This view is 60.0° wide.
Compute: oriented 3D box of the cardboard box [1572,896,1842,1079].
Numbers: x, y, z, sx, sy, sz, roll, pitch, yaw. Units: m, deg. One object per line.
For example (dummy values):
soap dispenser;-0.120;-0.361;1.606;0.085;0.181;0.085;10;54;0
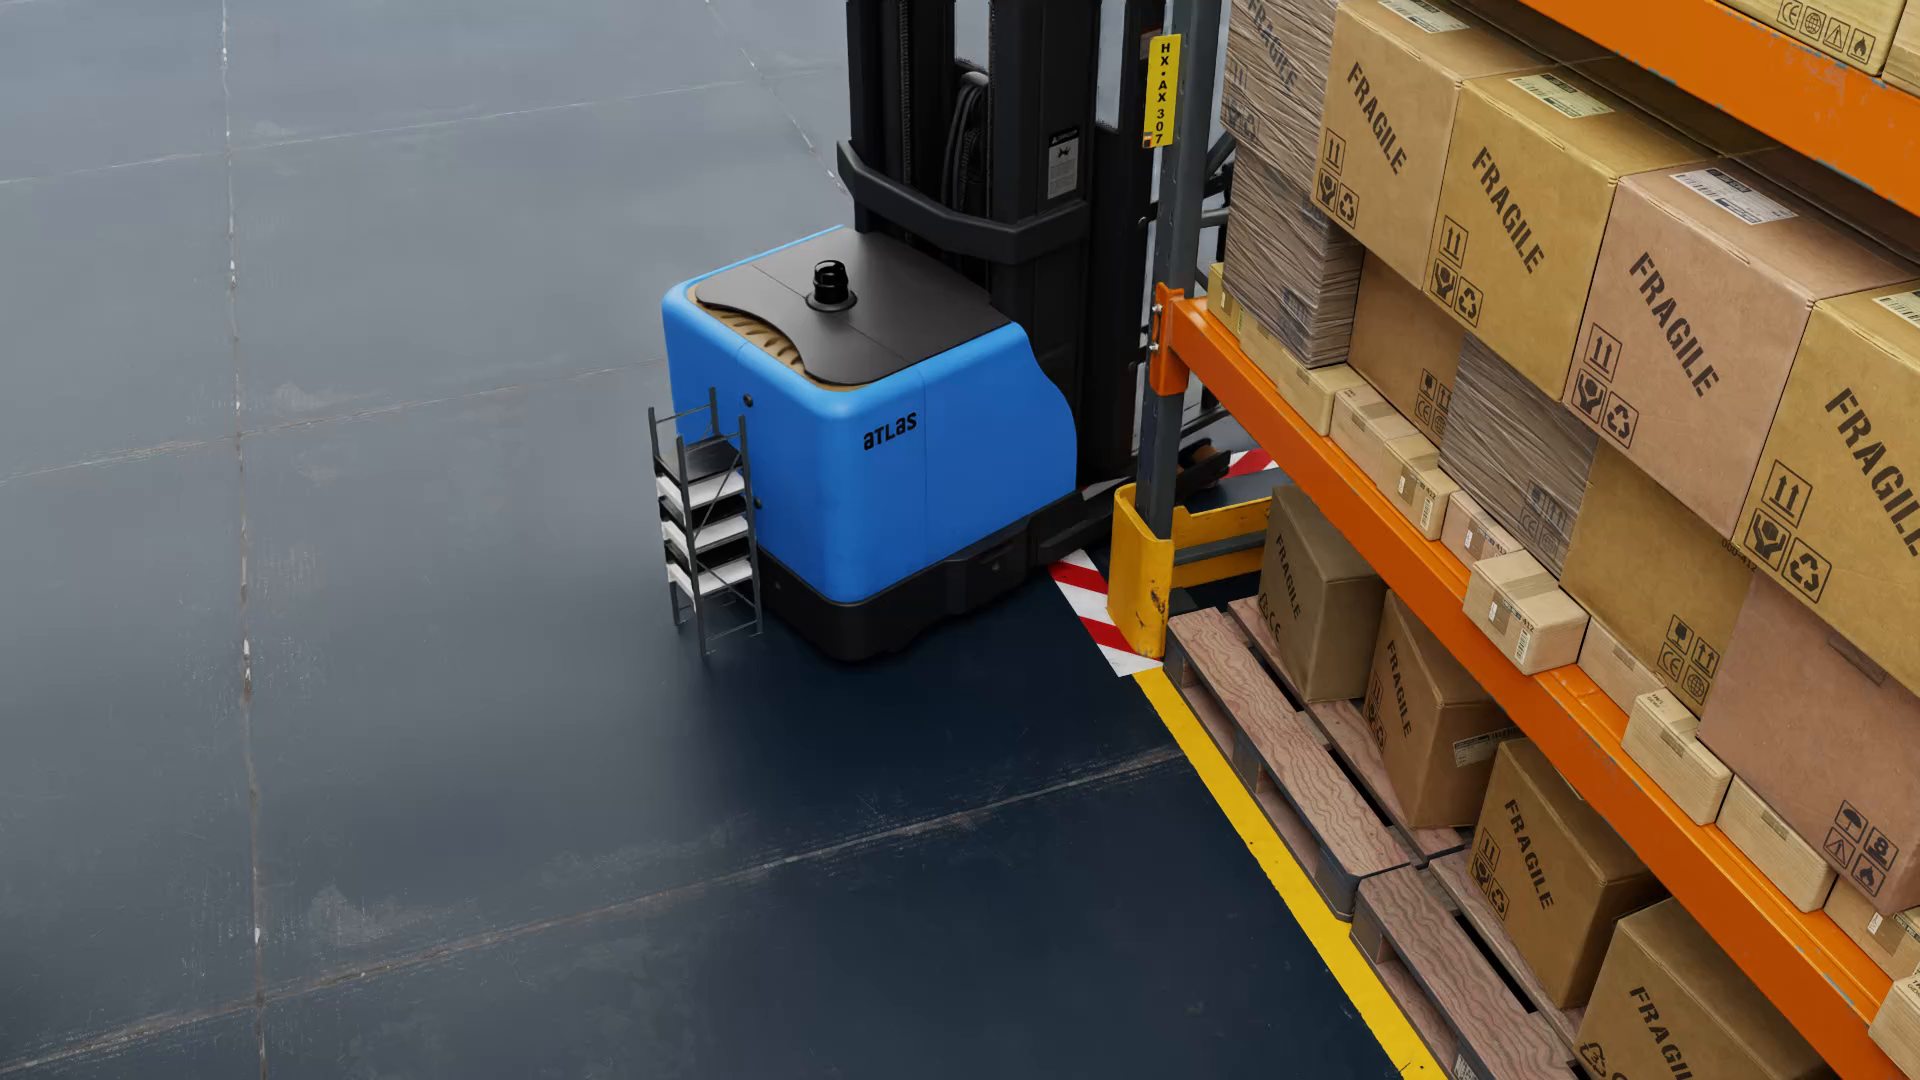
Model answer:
cardboard box;1.871;1.159;3.947;0.500;0.500;0.500;-16;40;-20

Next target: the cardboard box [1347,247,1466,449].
cardboard box;1.534;-0.626;4.257;0.875;0.500;0.500;-12;39;-16

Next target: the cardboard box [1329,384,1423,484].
cardboard box;1.205;-0.304;4.369;0.380;0.149;0.250;-12;39;-16

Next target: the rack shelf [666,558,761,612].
rack shelf;-0.845;0.123;5.691;0.258;0.077;0.200;-22;42;-27

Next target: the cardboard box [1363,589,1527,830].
cardboard box;1.523;0.477;4.853;0.500;0.500;0.500;-3;37;-4

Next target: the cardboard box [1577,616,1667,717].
cardboard box;1.596;0.251;3.632;0.380;0.149;0.250;-12;39;-16

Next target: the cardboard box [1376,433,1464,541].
cardboard box;1.285;-0.161;4.179;0.380;0.149;0.250;-12;39;-16

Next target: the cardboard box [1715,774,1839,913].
cardboard box;1.729;0.542;3.246;0.380;0.149;0.250;-12;39;-16

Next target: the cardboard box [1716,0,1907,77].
cardboard box;1.543;-0.990;2.702;0.500;0.250;0.500;-11;38;-15

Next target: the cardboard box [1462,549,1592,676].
cardboard box;1.385;0.137;3.783;0.380;0.149;0.250;-12;39;-16

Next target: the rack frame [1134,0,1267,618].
rack frame;1.086;-1.041;5.139;1.000;3.000;0.127;-12;39;-16

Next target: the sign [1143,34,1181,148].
sign;0.576;-1.274;4.729;0.100;0.325;0.005;-12;39;-16

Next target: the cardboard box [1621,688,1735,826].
cardboard box;1.610;0.408;3.424;0.380;0.149;0.250;-12;39;-16

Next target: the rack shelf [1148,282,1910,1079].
rack shelf;1.774;0.376;3.855;1.077;0.370;4.000;-12;39;-16

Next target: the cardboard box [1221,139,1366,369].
cardboard box;1.249;-0.883;4.599;0.875;0.500;0.500;-12;39;-16

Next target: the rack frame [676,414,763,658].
rack frame;-0.787;0.002;5.497;0.240;0.900;0.006;-22;42;-27

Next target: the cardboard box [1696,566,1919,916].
cardboard box;1.960;0.242;3.106;0.875;0.500;0.500;-12;39;-16

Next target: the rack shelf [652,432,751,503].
rack shelf;-0.842;-0.238;5.423;0.258;0.077;0.200;-22;42;-27

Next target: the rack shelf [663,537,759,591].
rack shelf;-0.844;0.051;5.638;0.258;0.077;0.200;-22;42;-27

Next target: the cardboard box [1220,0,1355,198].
cardboard box;1.019;-1.232;4.231;0.500;0.500;0.500;-12;39;-16

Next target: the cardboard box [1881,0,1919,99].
cardboard box;1.710;-0.707;2.327;0.500;0.250;0.500;-13;39;-16

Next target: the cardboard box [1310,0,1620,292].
cardboard box;1.185;-0.948;3.854;0.500;0.500;0.500;-12;39;-16

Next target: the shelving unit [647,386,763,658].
shelving unit;-0.844;-0.048;5.564;0.258;0.900;0.210;-22;42;-27

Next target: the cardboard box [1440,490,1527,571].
cardboard box;1.396;-0.025;3.999;0.380;0.149;0.250;-12;39;-16

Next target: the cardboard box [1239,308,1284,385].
cardboard box;1.028;-0.585;4.742;0.380;0.149;0.250;-12;39;-16

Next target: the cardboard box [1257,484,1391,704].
cardboard box;1.285;0.146;5.292;0.500;0.500;0.500;-6;37;-7

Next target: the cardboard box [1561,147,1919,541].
cardboard box;1.536;-0.385;3.106;0.500;0.500;0.500;-12;39;-16

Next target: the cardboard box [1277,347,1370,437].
cardboard box;1.100;-0.441;4.551;0.380;0.149;0.250;-12;39;-16

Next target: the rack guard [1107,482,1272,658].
rack guard;1.112;0.000;5.834;1.175;0.500;0.348;-12;39;-16

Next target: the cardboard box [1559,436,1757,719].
cardboard box;1.827;-0.049;3.492;0.875;0.500;0.500;-12;39;-16

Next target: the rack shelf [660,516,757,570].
rack shelf;-0.844;-0.022;5.584;0.258;0.077;0.200;-22;42;-27

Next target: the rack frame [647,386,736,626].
rack frame;-0.901;-0.099;5.631;0.240;0.900;0.006;-22;42;-27

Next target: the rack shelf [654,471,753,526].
rack shelf;-0.843;-0.166;5.476;0.258;0.077;0.200;-22;42;-27

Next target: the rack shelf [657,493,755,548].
rack shelf;-0.843;-0.094;5.530;0.258;0.077;0.200;-22;42;-27

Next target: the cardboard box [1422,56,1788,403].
cardboard box;1.358;-0.666;3.479;0.500;0.500;0.500;-12;39;-16

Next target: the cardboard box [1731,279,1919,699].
cardboard box;1.705;-0.101;2.730;0.500;0.500;0.500;-12;39;-16

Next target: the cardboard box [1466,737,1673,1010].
cardboard box;1.720;0.834;4.378;0.500;0.500;0.500;-9;38;-12

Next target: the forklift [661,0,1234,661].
forklift;0.425;-1.512;5.822;3.031;2.935;1.130;-27;45;-31

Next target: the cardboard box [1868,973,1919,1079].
cardboard box;1.815;0.843;2.846;0.380;0.149;0.250;-12;39;-16

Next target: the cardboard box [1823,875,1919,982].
cardboard box;1.853;0.675;3.070;0.380;0.149;0.250;-12;39;-16

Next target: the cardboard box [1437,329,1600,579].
cardboard box;1.665;-0.334;3.870;0.875;0.500;0.500;-12;39;-16

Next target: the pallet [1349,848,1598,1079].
pallet;1.774;1.270;4.388;1.003;0.211;1.213;-12;39;-16

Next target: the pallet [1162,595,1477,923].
pallet;1.358;0.582;5.302;1.003;0.211;1.213;-12;39;-16

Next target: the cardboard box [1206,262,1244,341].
cardboard box;0.960;-0.730;4.935;0.380;0.149;0.250;-12;39;-16
